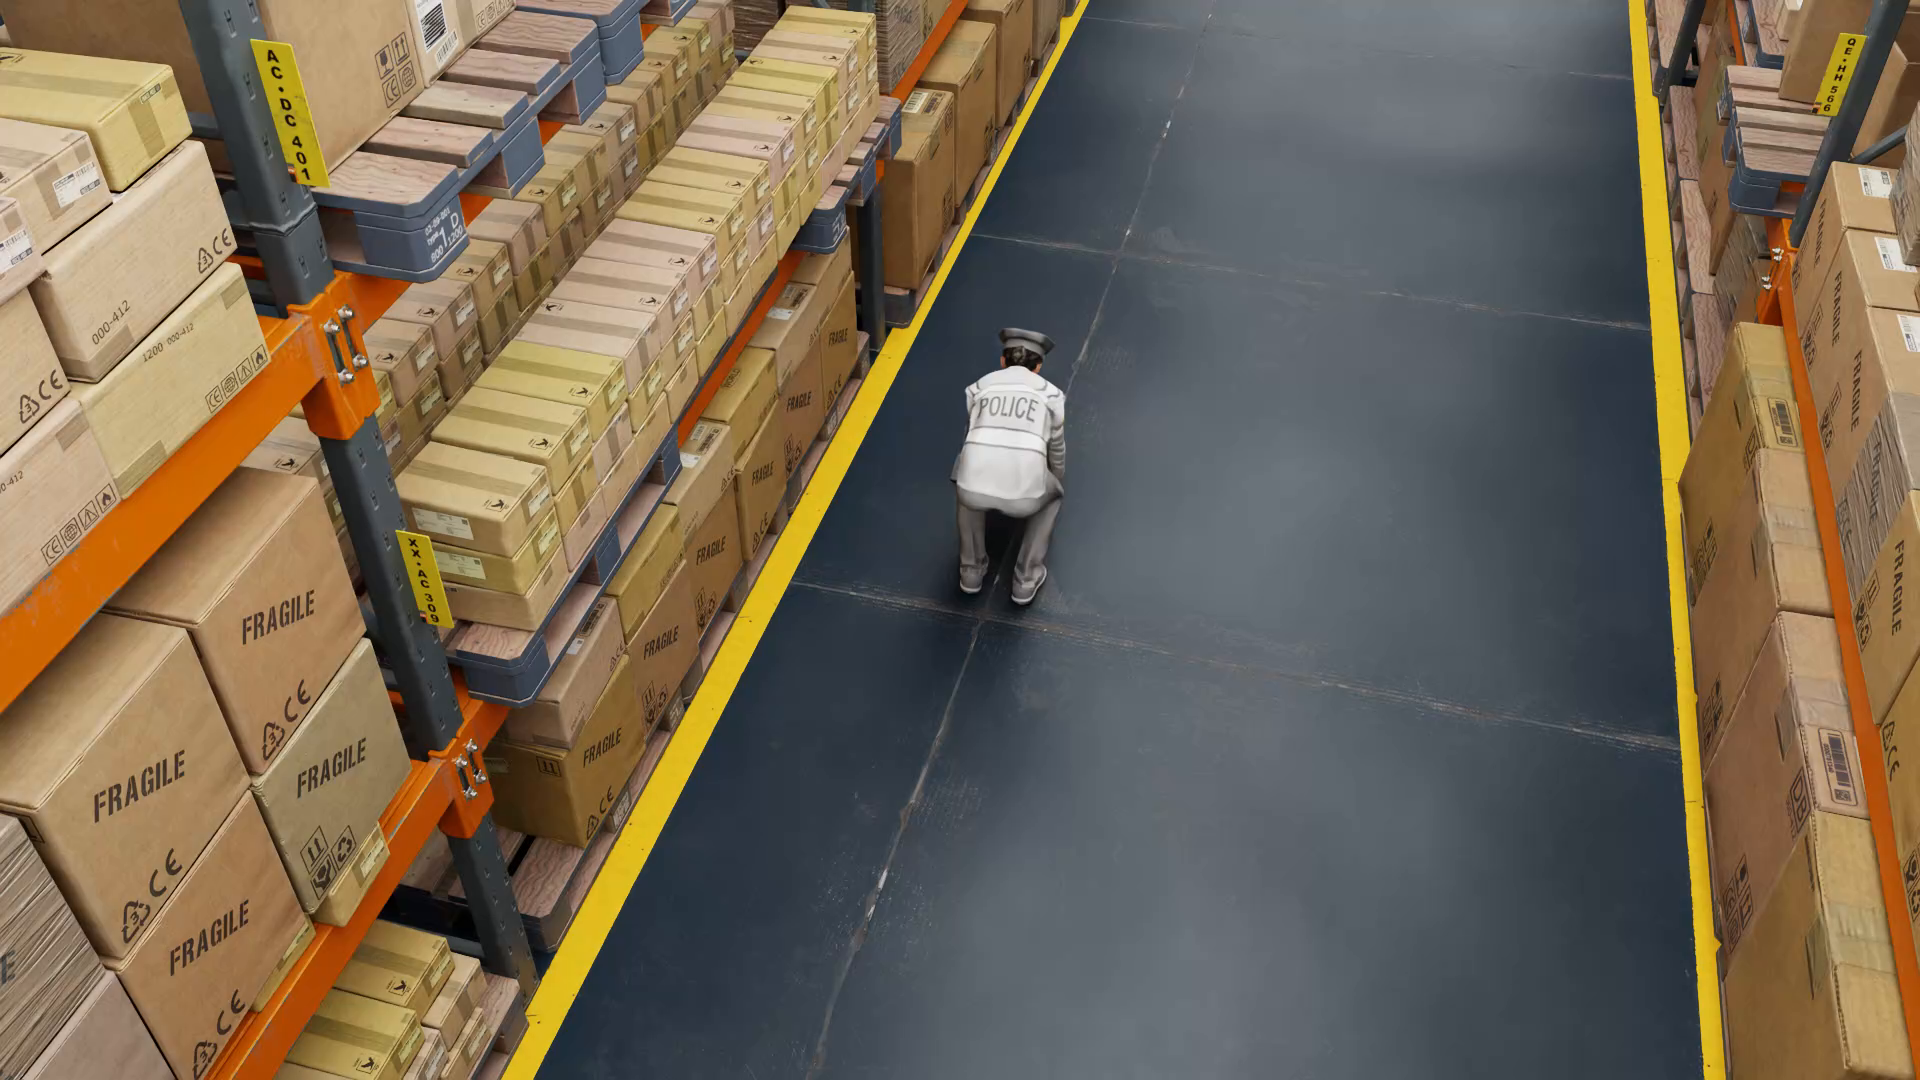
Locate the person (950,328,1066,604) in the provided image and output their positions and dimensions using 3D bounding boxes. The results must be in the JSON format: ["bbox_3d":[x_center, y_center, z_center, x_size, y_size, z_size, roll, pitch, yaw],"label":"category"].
[{"bbox_3d":[0.214,-0.307,7.021,0.467,0.991,0.917,8,42,9],"label":"person"}]
